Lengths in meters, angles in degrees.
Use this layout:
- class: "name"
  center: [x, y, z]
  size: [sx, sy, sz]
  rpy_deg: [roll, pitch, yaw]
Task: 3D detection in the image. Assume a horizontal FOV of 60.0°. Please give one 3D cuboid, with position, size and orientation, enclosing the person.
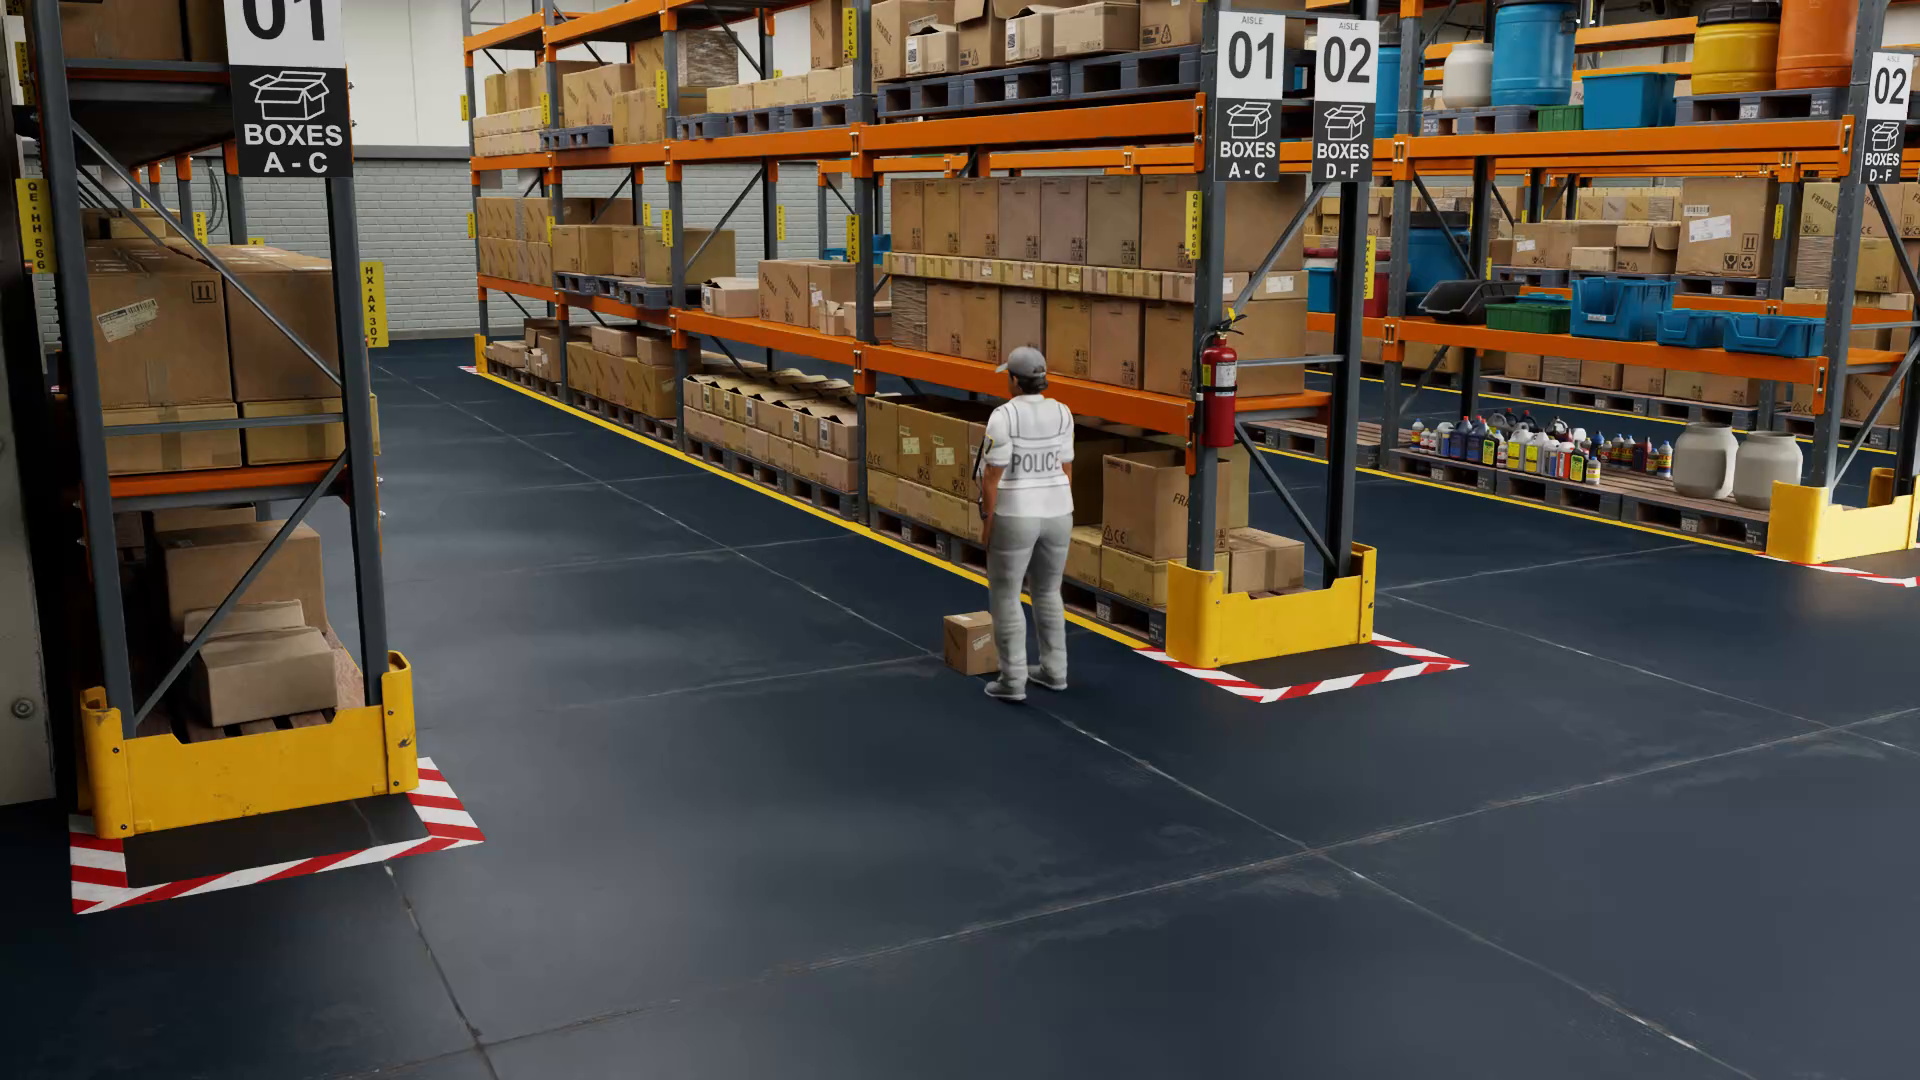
- class: "person"
  center: [0.301, -0.077, 7.863]
  size: [0.467, 1.673, 0.391]
  rpy_deg: [-6, 13, -27]
